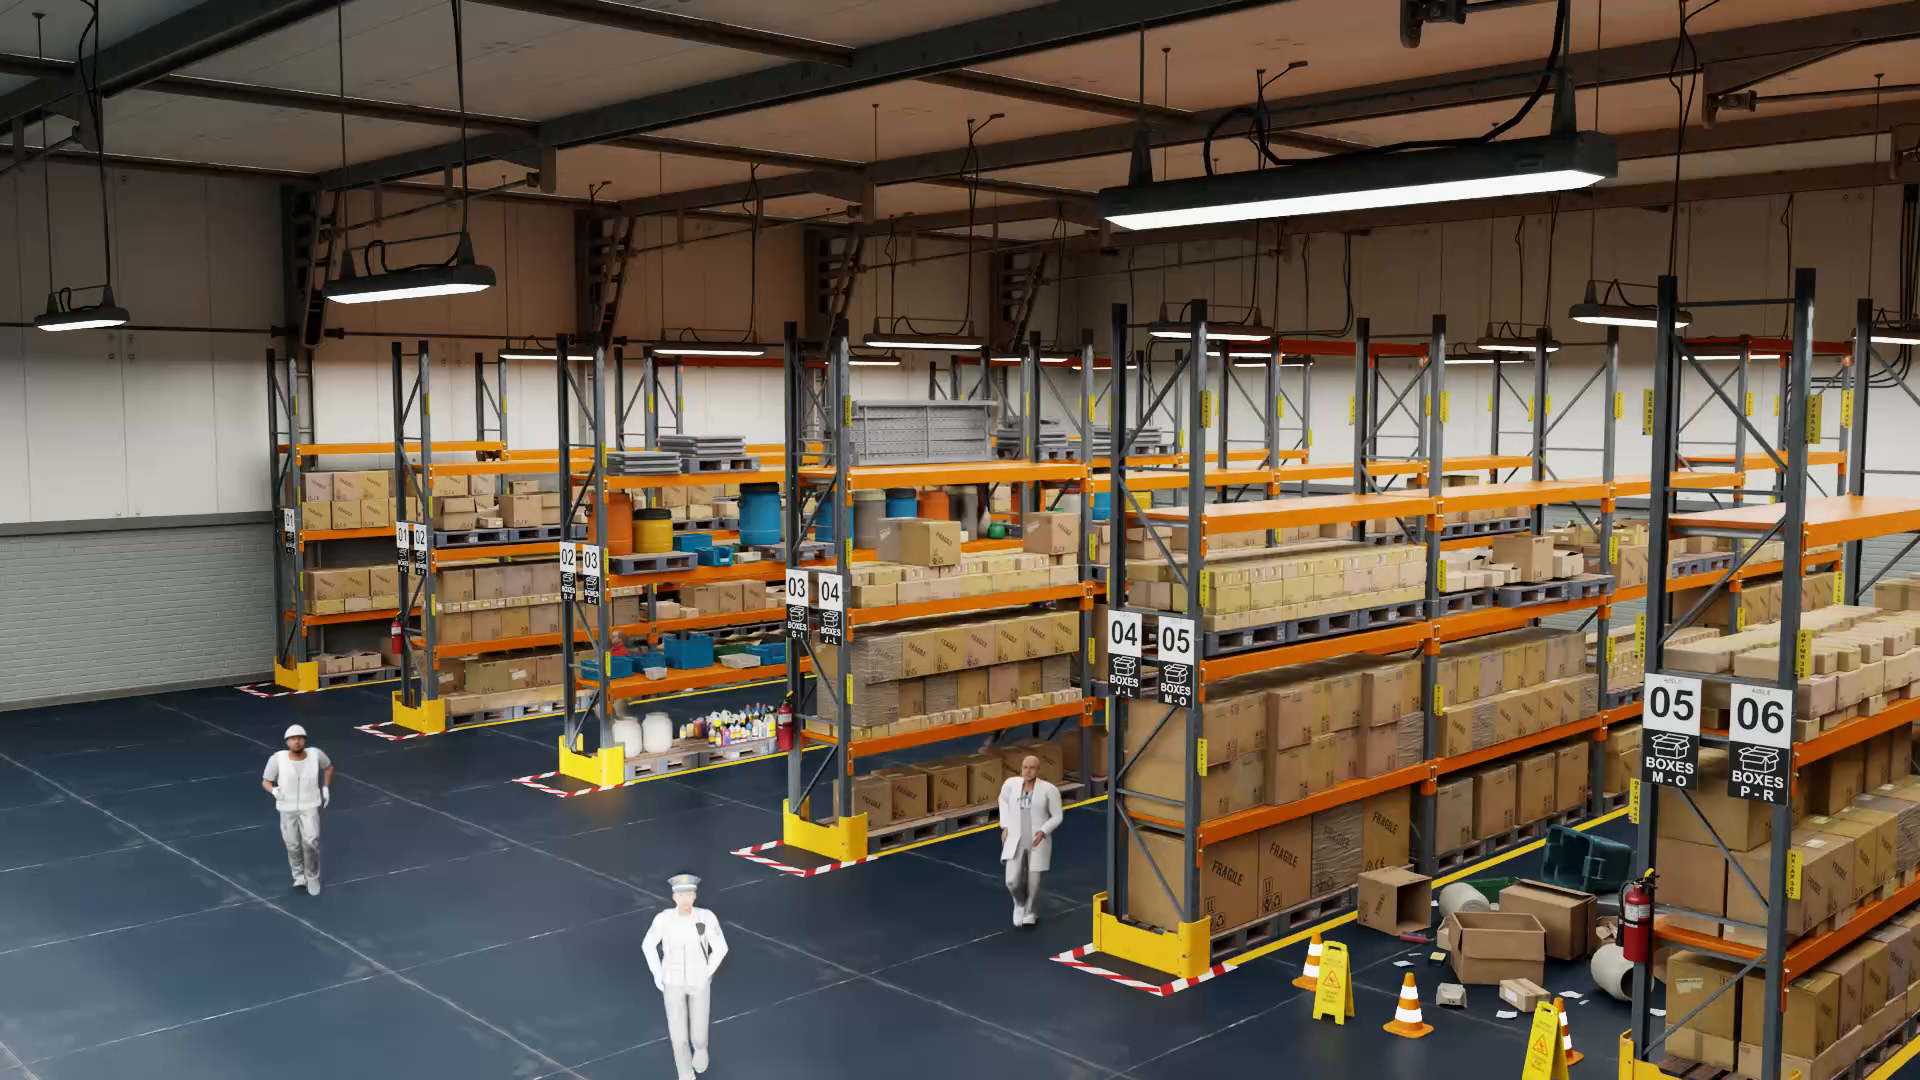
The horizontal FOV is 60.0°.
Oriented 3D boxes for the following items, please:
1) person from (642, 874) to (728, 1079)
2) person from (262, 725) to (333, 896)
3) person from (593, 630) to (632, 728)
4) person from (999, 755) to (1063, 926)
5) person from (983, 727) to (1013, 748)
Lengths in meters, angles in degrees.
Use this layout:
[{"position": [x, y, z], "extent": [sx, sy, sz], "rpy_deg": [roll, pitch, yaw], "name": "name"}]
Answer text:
[{"position": [-2.033, 3.272, 12.304], "extent": [0.627, 1.681, 0.642], "rpy_deg": [-1, 5, -7], "name": "person"}, {"position": [-6.843, 2.806, 17.191], "extent": [0.673, 1.803, 0.697], "rpy_deg": [-2, 5, -18], "name": "person"}, {"position": [-5.122, 2.184, 24.606], "extent": [0.637, 1.720, 0.675], "rpy_deg": [4, 6, 40], "name": "person"}, {"position": [0.665, 2.909, 16.020], "extent": [0.662, 1.708, 0.759], "rpy_deg": [1, 5, 11], "name": "person"}, {"position": [0.514, 1.949, 23.366], "extent": [0.678, 1.848, 0.829], "rpy_deg": [4, 6, 38], "name": "person"}]
